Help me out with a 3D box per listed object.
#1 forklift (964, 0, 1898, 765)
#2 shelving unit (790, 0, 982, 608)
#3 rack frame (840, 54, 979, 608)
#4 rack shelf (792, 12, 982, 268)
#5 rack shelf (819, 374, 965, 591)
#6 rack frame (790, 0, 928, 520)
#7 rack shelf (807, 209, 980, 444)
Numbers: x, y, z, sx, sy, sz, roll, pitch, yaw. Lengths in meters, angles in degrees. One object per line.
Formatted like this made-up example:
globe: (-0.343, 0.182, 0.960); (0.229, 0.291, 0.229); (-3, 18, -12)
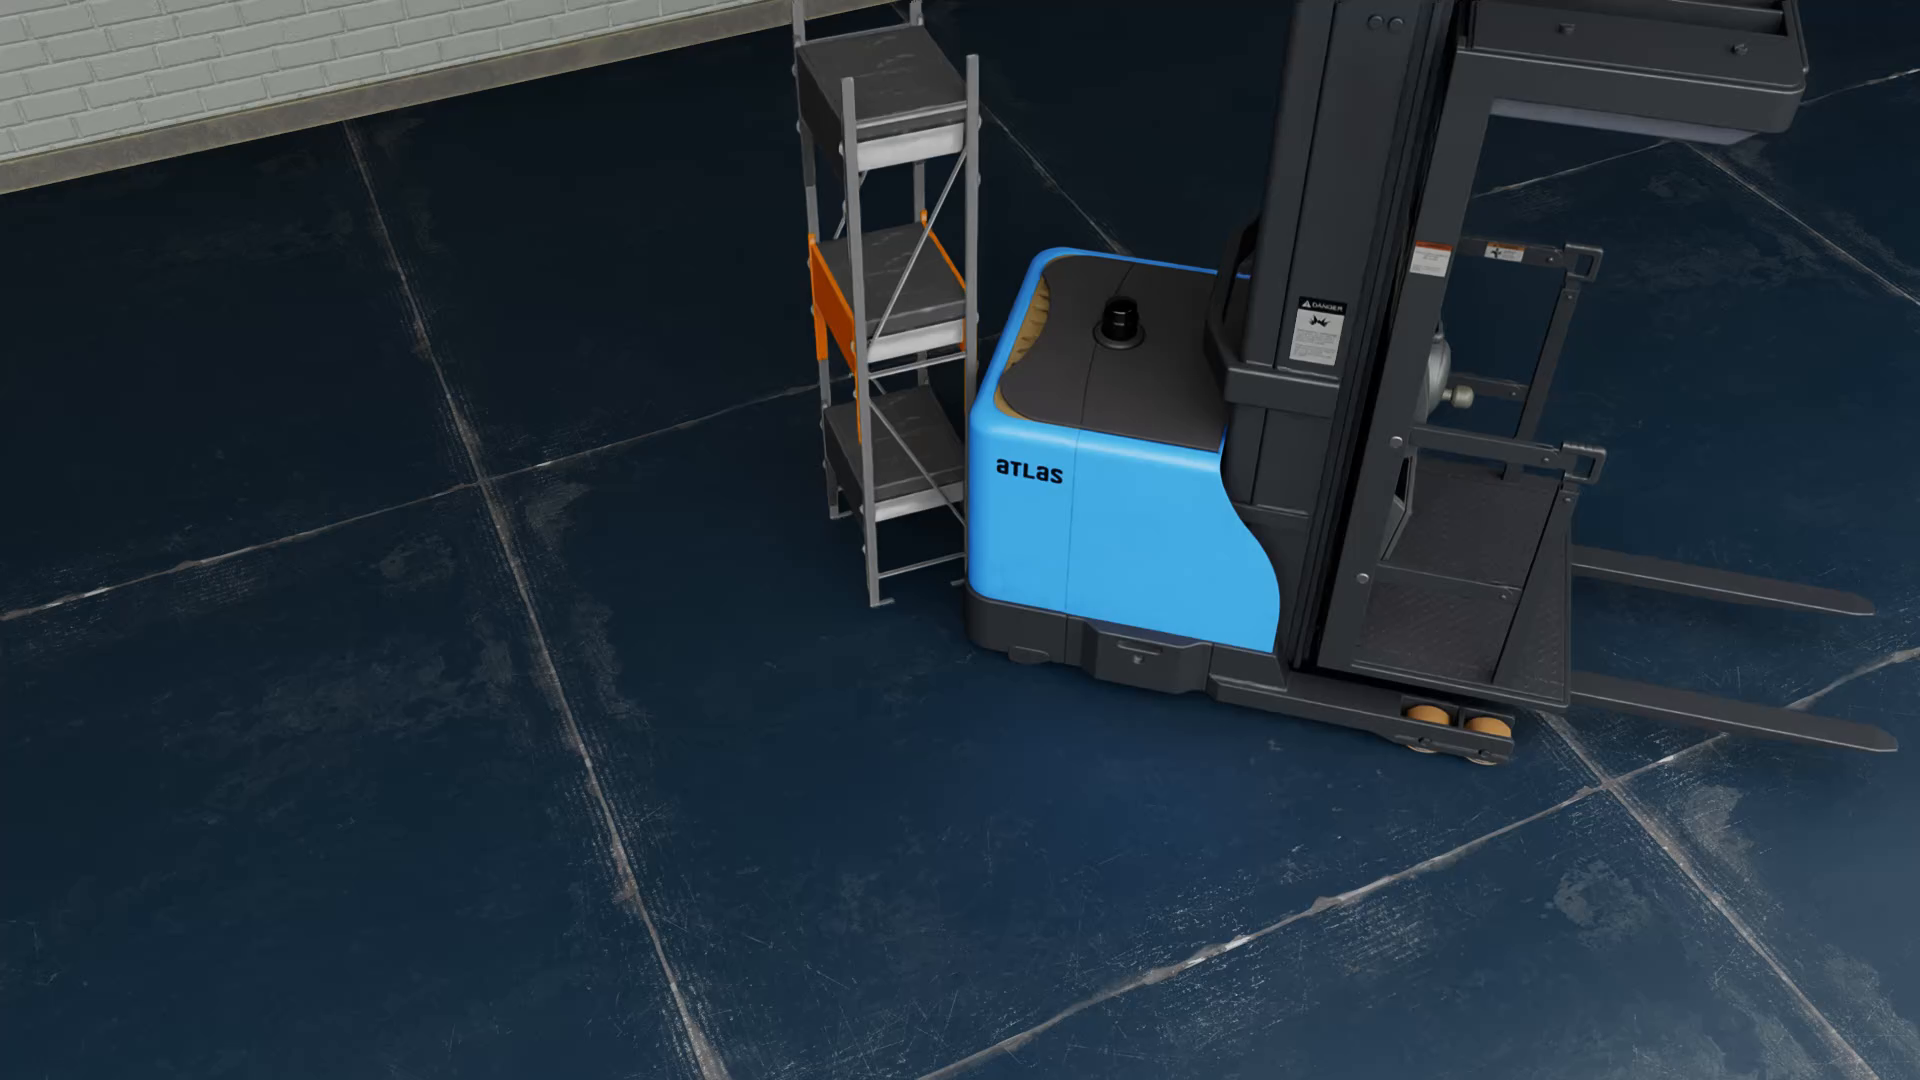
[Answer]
forklift: (1.589, -0.717, 4.890); (3.031, 2.935, 1.130); (11, 46, 11)
shelving unit: (-0.221, -0.715, 5.480); (0.431, 2.100, 0.503); (-15, 46, -14)
rack frame: (-0.137, -0.555, 5.317); (0.400, 2.100, 0.015); (-15, 46, -14)
rack shelf: (-0.221, -1.204, 4.998); (0.431, 0.518, 0.480); (-15, 46, -14)
rack shelf: (-0.221, -0.208, 5.981); (0.431, 0.518, 0.480); (-15, 46, -14)
rack frame: (-0.306, -0.876, 5.643); (0.400, 2.100, 0.015); (-15, 46, -14)
rack shelf: (-0.221, -0.706, 5.490); (0.431, 0.518, 0.480); (-15, 46, -14)
